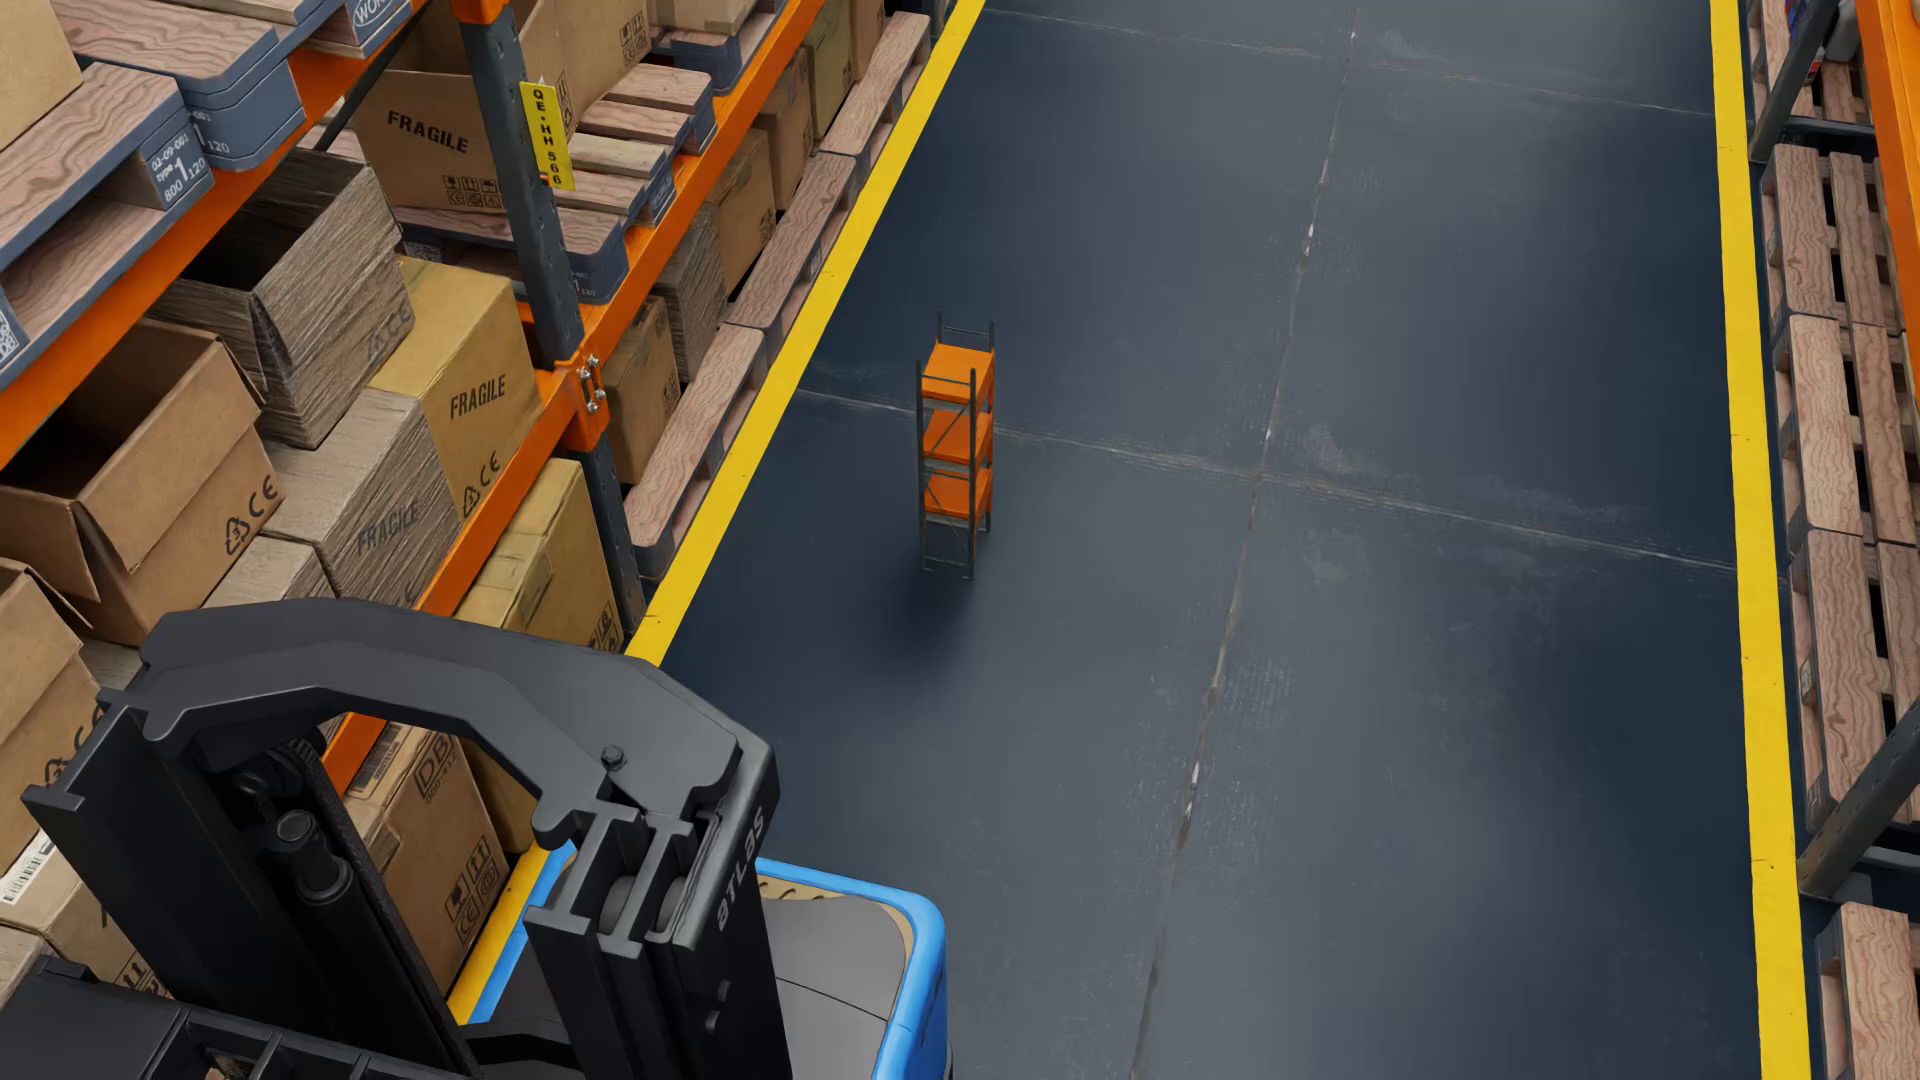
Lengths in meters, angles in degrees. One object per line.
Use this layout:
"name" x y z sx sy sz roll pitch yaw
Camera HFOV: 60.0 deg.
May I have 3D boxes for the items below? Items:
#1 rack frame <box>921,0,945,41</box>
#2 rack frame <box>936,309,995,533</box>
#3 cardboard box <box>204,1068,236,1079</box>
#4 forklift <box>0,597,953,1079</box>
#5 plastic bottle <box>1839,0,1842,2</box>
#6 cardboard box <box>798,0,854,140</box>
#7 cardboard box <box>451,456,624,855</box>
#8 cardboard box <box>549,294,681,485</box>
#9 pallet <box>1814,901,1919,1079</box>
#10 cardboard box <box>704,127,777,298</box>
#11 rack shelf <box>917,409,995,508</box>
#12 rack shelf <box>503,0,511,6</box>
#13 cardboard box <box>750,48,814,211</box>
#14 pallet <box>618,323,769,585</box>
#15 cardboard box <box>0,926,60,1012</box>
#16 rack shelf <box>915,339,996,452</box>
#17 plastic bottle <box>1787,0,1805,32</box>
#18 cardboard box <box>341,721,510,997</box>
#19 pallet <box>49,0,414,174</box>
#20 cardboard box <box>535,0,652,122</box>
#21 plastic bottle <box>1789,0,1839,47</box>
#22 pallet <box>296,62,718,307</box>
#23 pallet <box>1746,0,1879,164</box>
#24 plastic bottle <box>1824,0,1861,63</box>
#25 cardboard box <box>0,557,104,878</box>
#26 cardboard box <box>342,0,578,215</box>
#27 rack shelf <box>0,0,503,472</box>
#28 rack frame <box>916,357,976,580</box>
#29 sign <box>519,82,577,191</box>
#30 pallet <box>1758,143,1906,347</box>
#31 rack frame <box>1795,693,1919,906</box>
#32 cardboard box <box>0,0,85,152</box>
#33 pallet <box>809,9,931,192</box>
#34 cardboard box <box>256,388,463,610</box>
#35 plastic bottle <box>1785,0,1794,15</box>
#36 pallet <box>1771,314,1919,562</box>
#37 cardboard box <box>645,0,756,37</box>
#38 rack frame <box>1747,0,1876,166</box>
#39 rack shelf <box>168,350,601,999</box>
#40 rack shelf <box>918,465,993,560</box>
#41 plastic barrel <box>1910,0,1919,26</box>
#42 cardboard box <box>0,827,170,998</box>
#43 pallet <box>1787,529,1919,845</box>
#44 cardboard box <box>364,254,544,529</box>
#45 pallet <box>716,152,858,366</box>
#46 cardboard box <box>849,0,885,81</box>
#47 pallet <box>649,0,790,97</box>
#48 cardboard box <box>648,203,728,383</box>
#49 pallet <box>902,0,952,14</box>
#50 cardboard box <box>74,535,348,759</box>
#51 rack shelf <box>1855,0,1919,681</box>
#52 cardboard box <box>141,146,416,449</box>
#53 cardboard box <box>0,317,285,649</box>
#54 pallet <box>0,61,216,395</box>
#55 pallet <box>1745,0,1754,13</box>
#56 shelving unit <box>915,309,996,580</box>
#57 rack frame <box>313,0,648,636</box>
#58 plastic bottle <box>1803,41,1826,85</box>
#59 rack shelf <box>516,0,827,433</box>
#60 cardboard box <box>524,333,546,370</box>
"rack frame" -0.578 -3.686 7.503 1.000 3.000 0.127 12 50 10
"rack frame" 0.018 -0.397 5.900 0.200 1.050 0.008 12 50 10
"cardboard box" -2.300 1.551 4.018 1.225 0.875 0.875 10 49 9
"forklift" -0.883 1.600 2.883 1.130 2.935 3.031 11 49 10
"plastic bottle" 4.292 -2.604 8.071 0.152 0.276 0.135 12 50 10
"cardboard box" -0.904 -2.224 7.586 0.700 0.500 0.500 11 50 10
"cardboard box" -1.832 0.266 5.152 1.225 0.875 0.875 9 49 8
"cardboard box" -1.473 -0.600 6.153 0.700 0.500 0.500 9 49 8
"pallet" 2.981 1.685 4.622 1.003 0.211 1.213 12 50 10
"cardboard box" -1.197 -1.415 6.872 0.700 0.500 0.500 15 50 13
"rack shelf" -0.014 -0.302 5.830 0.215 0.259 0.240 12 50 10
"rack shelf" -1.104 -2.994 5.371 1.077 0.370 4.000 12 50 10
"cardboard box" -1.051 -1.819 7.229 0.700 0.500 0.500 8 49 7
"pallet" -1.423 -0.435 6.493 1.003 0.211 1.213 12 50 10
"cardboard box" -2.057 1.058 3.249 0.500 0.500 0.500 11 49 9
"rack shelf" -0.014 -0.489 5.617 0.215 0.259 0.240 12 50 10
"plastic bottle" 4.143 -2.640 8.052 0.144 0.351 0.185 9 49 8
"cardboard box" -2.074 0.909 4.584 1.225 0.875 0.875 12 50 10
"pallet" -1.749 -1.247 3.475 1.213 0.211 1.003 14 50 12
"cardboard box" -1.476 -1.787 5.480 0.700 0.500 0.500 18 51 16
"plastic bottle" 4.092 -2.501 7.930 0.144 0.351 0.185 10 49 9
"pallet" -1.546 -1.266 5.495 1.213 0.211 1.003 12 50 10
"pallet" 4.418 -2.264 8.107 1.003 0.211 1.213 12 50 10
"plastic bottle" 4.231 -2.472 7.905 0.144 0.351 0.185 12 50 10
"cardboard box" -2.183 0.325 3.227 0.797 0.503 0.637 13 50 11
"cardboard box" -1.527 -1.364 5.106 0.500 0.500 0.500 6 49 5
"rack shelf" -2.157 -0.101 2.818 1.077 0.370 4.000 12 50 10
"rack frame" -0.046 -0.220 5.744 0.200 1.050 0.008 12 50 10
"sign" -1.094 -1.069 4.421 0.100 0.325 0.005 12 50 10
"pallet" 4.031 -1.211 7.178 1.003 0.211 1.213 12 50 10
"rack frame" 3.148 0.184 4.087 1.000 3.000 0.127 12 50 10
"cardboard box" -1.864 -0.861 2.662 0.500 0.500 0.500 14 50 12
"pallet" -0.781 -2.200 8.051 1.003 0.211 1.213 12 50 10
"cardboard box" -1.658 -0.061 4.236 0.500 0.500 0.500 11 50 10
"plastic bottle" 4.145 -2.743 8.189 0.061 0.283 0.133 15 50 13
"pallet" 3.712 -0.325 6.396 1.003 0.211 1.213 12 50 10
"cardboard box" -0.967 -2.049 5.878 0.500 0.250 0.500 10 49 9
"rack frame" 4.201 -2.709 6.640 1.000 3.000 0.127 12 50 10
"rack shelf" -2.157 0.891 3.942 1.077 0.370 4.000 12 50 10
"rack shelf" -0.014 -0.118 6.039 0.215 0.259 0.240 12 50 10
"plastic barrel" 3.737 -2.105 6.017 0.433 0.535 0.433 0 49 0
"cardboard box" -1.926 0.683 3.580 0.500 0.500 0.500 12 50 11
"pallet" 3.389 0.554 5.620 1.003 0.211 1.213 12 50 10
"cardboard box" -1.521 -0.420 4.554 0.500 0.500 0.500 13 50 11
"pallet" -1.100 -1.315 7.270 1.003 0.211 1.213 12 50 10
"cardboard box" -0.760 -2.565 7.887 0.700 0.500 0.500 8 49 7
"pallet" -1.149 -2.170 6.292 1.003 0.211 1.213 12 50 10
"cardboard box" -1.340 -1.004 6.509 0.700 0.500 0.500 8 49 7
"pallet" -0.435 -3.257 8.983 1.003 0.211 1.213 12 50 10
"cardboard box" -1.792 0.315 3.904 0.500 0.500 0.500 10 49 9
"rack shelf" 3.674 -1.024 5.633 1.077 0.370 4.000 12 50 10
"cardboard box" -1.838 -0.633 4.072 0.797 0.503 0.637 13 50 11
"cardboard box" -2.013 -0.162 3.656 0.797 0.503 0.637 13 50 11
"pallet" -2.040 -0.438 2.761 1.003 0.211 1.213 14 50 12
"pallet" 4.737 -3.149 8.889 1.003 0.211 1.213 12 50 10
"shelving unit" -0.014 -0.309 5.822 0.215 1.050 0.252 12 50 10
"rack frame" -1.630 -0.793 4.949 1.000 3.000 0.127 12 50 10
"plastic bottle" 3.996 -2.253 7.810 0.097 0.201 0.097 0 49 0
"rack shelf" -1.104 -2.002 6.496 1.077 0.370 4.000 12 50 10
"cardboard box" -1.483 -0.850 5.873 0.500 0.250 0.500 13 50 12
